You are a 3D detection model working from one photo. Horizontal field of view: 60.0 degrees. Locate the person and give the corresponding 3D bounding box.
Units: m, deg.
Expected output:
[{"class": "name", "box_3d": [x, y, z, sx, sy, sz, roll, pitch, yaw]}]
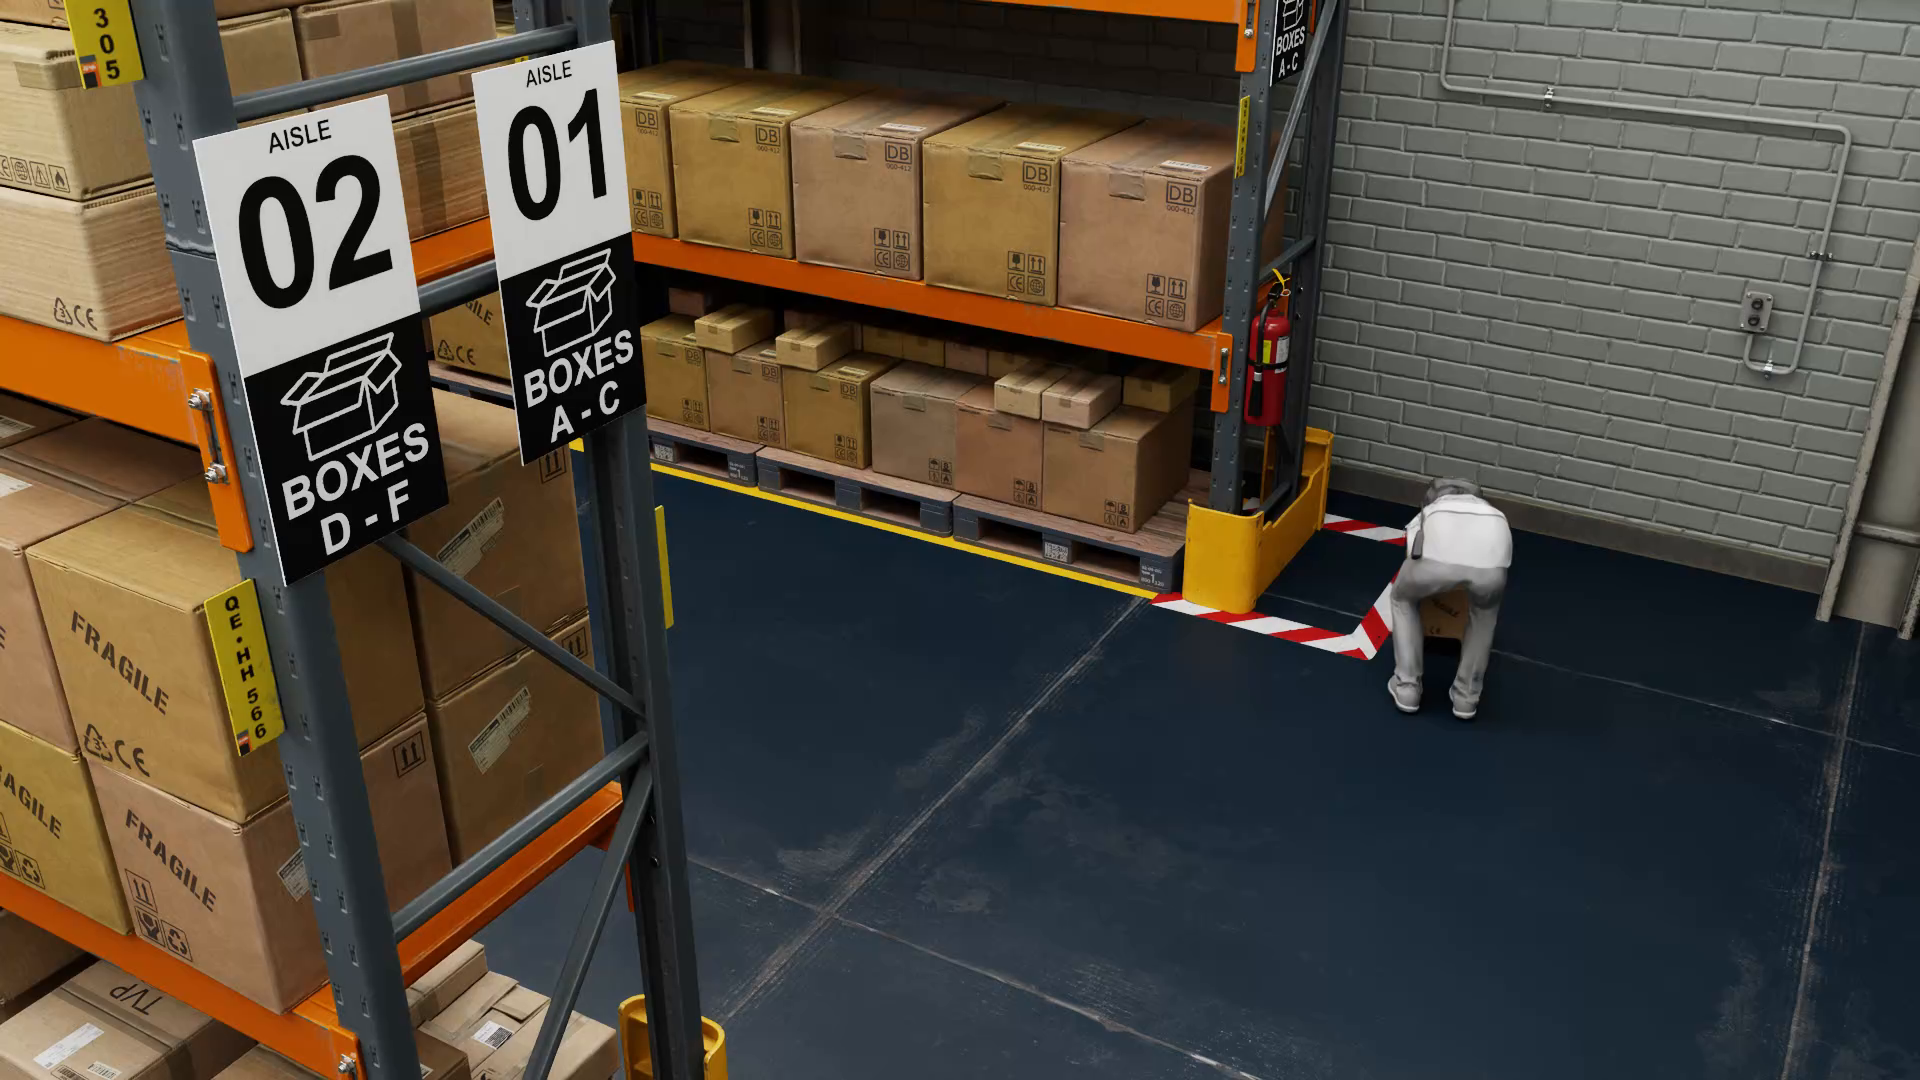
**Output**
[{"class": "person", "box_3d": [2.055, 0.192, 7.033, 0.461, 0.947, 0.884, 4, 27, 8]}]
